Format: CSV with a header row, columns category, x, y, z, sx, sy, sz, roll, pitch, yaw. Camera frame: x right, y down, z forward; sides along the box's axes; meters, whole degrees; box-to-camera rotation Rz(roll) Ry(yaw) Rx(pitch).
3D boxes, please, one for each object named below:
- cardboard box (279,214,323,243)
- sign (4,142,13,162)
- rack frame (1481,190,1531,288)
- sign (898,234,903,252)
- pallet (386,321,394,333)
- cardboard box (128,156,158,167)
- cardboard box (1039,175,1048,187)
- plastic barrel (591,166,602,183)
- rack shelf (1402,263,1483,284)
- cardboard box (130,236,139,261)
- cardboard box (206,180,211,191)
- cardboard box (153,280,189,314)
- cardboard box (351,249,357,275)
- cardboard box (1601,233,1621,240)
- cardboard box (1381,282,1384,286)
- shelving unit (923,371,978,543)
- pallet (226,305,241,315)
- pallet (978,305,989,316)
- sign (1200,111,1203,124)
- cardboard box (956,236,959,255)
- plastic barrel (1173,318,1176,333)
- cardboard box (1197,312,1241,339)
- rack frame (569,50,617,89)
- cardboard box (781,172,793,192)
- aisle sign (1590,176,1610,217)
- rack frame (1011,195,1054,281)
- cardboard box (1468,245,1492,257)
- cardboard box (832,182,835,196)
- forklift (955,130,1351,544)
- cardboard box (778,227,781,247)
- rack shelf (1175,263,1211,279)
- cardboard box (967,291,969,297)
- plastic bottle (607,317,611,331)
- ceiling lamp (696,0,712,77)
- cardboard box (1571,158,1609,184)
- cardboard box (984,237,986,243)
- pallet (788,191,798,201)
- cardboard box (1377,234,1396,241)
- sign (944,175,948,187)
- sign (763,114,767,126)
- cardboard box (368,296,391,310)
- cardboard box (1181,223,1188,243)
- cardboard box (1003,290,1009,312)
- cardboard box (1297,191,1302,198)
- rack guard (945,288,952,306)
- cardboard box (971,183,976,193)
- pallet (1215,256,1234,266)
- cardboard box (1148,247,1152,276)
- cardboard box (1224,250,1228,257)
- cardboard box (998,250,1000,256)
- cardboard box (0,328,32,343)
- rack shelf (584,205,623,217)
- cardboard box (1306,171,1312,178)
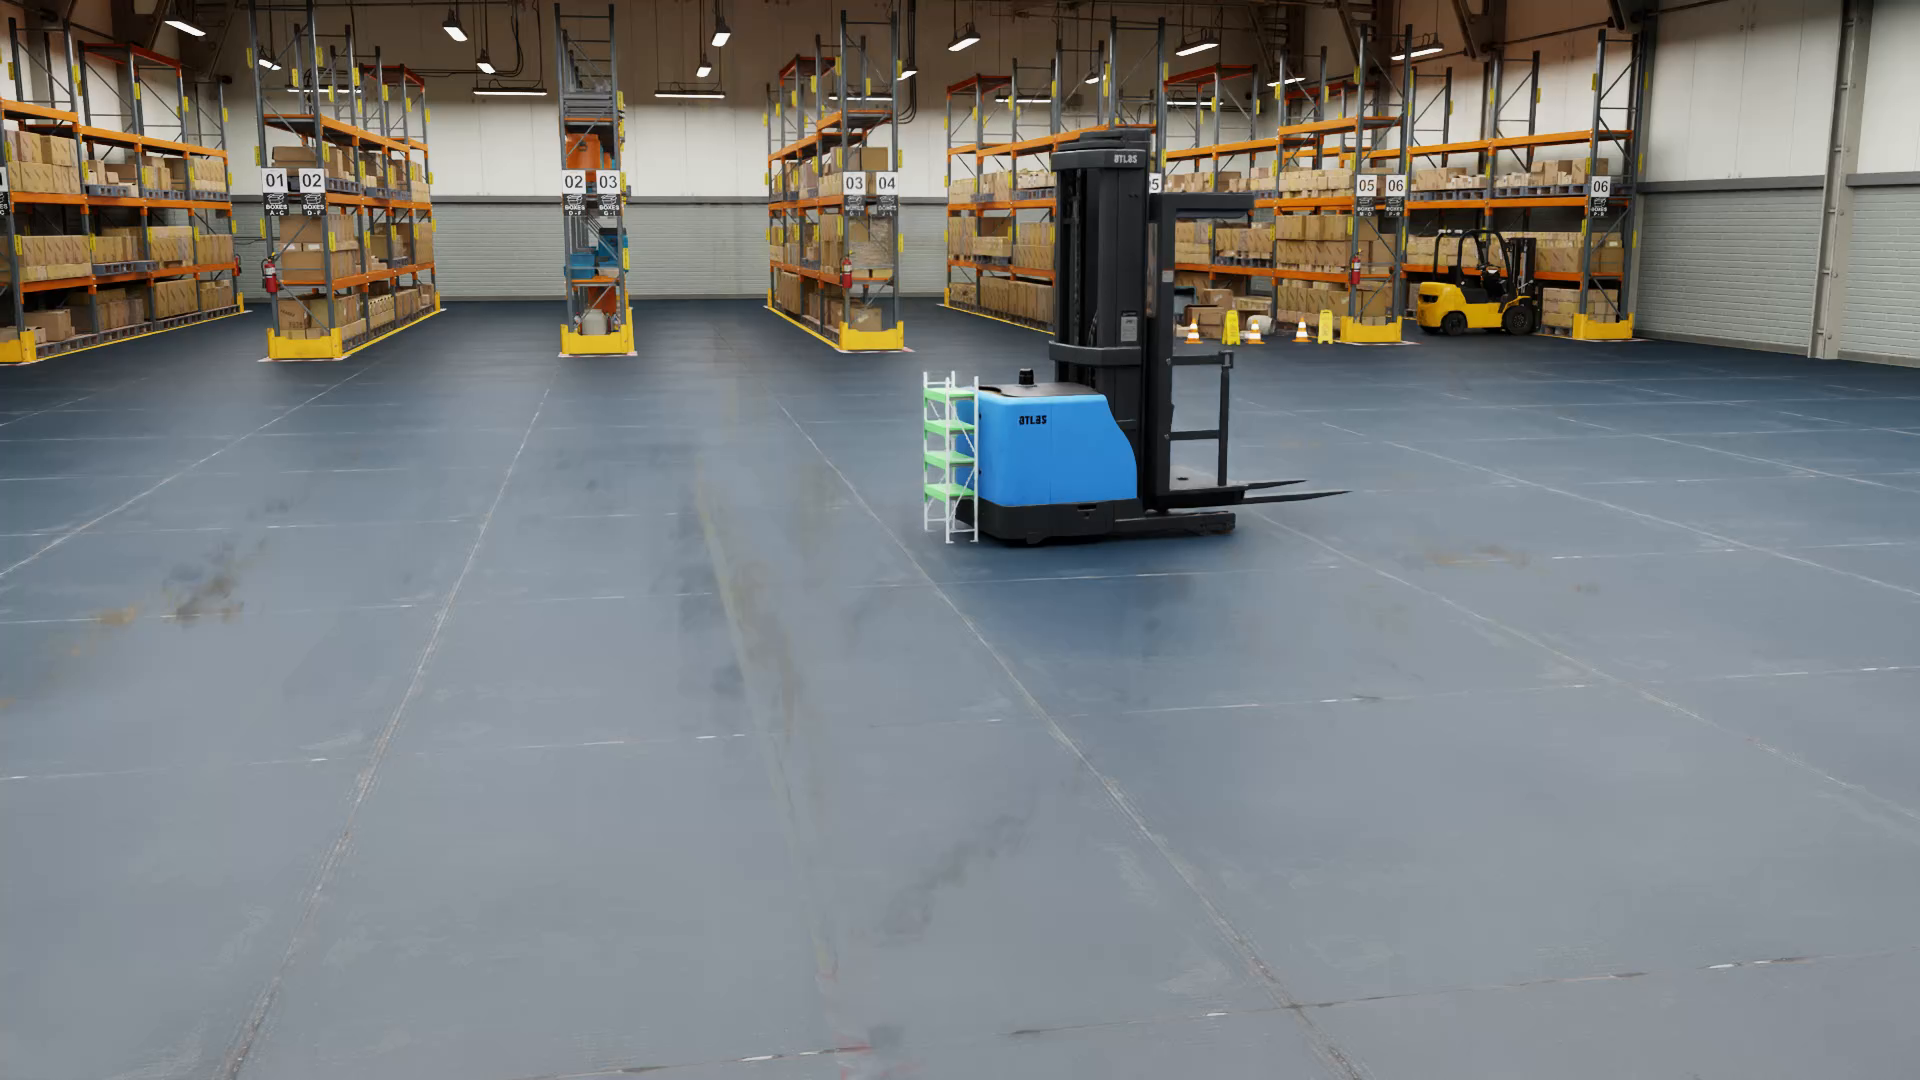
category,x,y,z,sx,sy,sz,roll,pitch,yaw
cardboard box,-11.434,-5.429,28.961,0.700,0.500,0.500,-2,11,-11
sign,-15.671,-6.389,27.380,0.100,0.325,0.005,-2,11,-11
rack frame,12.184,-6.282,37.177,1.000,3.000,0.127,-2,11,-11
sign,-1.095,-5.451,30.501,0.100,0.325,0.005,-2,11,-11
pallet,-12.779,-4.592,35.757,1.003,0.211,1.213,-2,11,-11
cardboard box,-18.373,-8.507,37.399,0.500,0.250,0.500,-2,11,-13
cardboard box,2.024,-7.776,36.015,0.500,0.250,0.500,-2,11,-11
plastic barrel,-6.832,-6.803,30.268,0.600,0.588,0.600,0,11,0
rack shelf,11.795,-6.295,39.172,1.077,0.370,4.000,-2,11,-11
cardboard box,-17.658,-6.113,34.846,0.700,0.500,0.500,-3,11,-18
cardboard box,-18.605,-8.646,40.590,0.500,0.250,0.500,-2,11,-13
cardboard box,-18.108,-5.540,37.906,0.750,0.750,0.750,-2,11,-9
cardboard box,-12.031,-5.348,32.007,0.700,0.500,0.500,-2,11,-12
cardboard box,13.106,-6.131,33.590,0.380,0.149,0.250,-2,11,-12
cardboard box,10.963,-6.543,42.376,0.380,0.149,0.250,-2,11,-9
shelving unit,-0.070,-0.617,12.227,0.258,1.200,0.503,-4,11,-20
pallet,-19.083,-5.887,42.561,1.003,0.211,1.213,-2,11,-11
pallet,1.077,-5.857,42.402,1.003,0.211,1.213,-2,11,-11
sign,6.289,-11.034,43.394,0.100,0.325,0.005,-2,11,-11
cardboard box,0.174,-8.018,45.238,0.500,0.500,0.500,-2,11,-10
plastic barrel,4.205,-4.484,34.623,0.512,0.421,0.421,6,12,28
cardboard box,5.268,-4.371,33.813,0.637,0.503,0.797,9,14,38
rack frame,-8.042,-9.241,36.679,1.000,3.000,0.127,-2,11,-11
cardboard box,-4.172,-9.127,42.445,0.700,0.500,0.500,-3,11,-14
aisle sign,12.686,-6.802,32.961,0.394,0.787,0.004,-2,11,-11
rack frame,1.702,-6.636,39.037,1.000,3.000,0.127,-2,11,-11
cardboard box,11.837,-6.534,37.569,0.500,0.250,0.500,-2,11,-12
cardboard box,-2.162,-6.671,31.603,0.500,0.250,0.500,-2,11,-10
forklift,1.528,-1.559,12.549,3.031,2.935,1.130,-4,12,-21
cardboard box,-4.406,-7.815,42.832,0.500,0.500,0.500,-2,11,-10
rack shelf,6.148,-6.847,42.074,1.077,0.370,4.000,-2,11,-11
cardboard box,0.395,-6.561,44.349,0.380,0.149,0.250,-2,11,-10
plastic bottle,-6.832,-4.206,32.359,0.061,0.283,0.133,-2,11,-11
ceiling lamp,-5.912,-12.791,39.719,0.800,3.185,2.000,-2,11,-11
cardboard box,12.636,-7.398,33.365,0.500,0.500,0.500,-2,11,-9
cardboard box,0.802,-7.418,41.107,0.380,0.149,0.250,-2,11,-9
pallet,-3.361,-7.971,38.534,1.213,0.211,1.003,-2,11,-8
cardboard box,10.907,-7.565,42.521,0.797,0.503,0.637,-2,11,-12
sign,-0.387,-9.986,46.280,0.100,0.325,0.005,-2,11,-11
sign,-5.285,-11.406,45.132,0.100,0.325,0.005,-2,11,-11
cardboard box,-12.450,-5.063,35.506,0.500,0.311,0.500,-2,11,-12
cardboard box,5.891,-7.738,41.887,0.500,0.500,0.500,-2,11,-12
cardboard box,1.317,-5.725,39.815,0.500,0.500,0.500,-2,11,-11
cardboard box,7.298,-7.246,34.892,0.380,0.149,0.250,-2,11,-9
rack guard,0.160,-6.861,46.906,1.175,0.500,0.348,-2,11,-11
cardboard box,0.584,-9.090,42.974,0.500,0.250,0.500,-3,11,-14
pallet,6.781,-6.613,39.432,1.213,0.211,1.003,-2,11,-11
cardboard box,3.141,-5.308,31.663,0.875,0.550,0.550,-2,11,-11
cardboard box,6.448,-6.746,39.164,0.380,0.149,0.250,-3,11,-15
cardboard box,1.108,-6.838,39.648,0.380,0.149,0.250,-2,11,-11
cardboard box,-16.250,-3.491,28.533,0.500,0.311,0.500,-3,11,-17
rack shelf,-9.209,-8.514,42.809,1.077,0.370,4.000,-2,11,-11
cardboard box,7.364,-7.536,34.284,0.380,0.149,0.250,-2,11,-12
